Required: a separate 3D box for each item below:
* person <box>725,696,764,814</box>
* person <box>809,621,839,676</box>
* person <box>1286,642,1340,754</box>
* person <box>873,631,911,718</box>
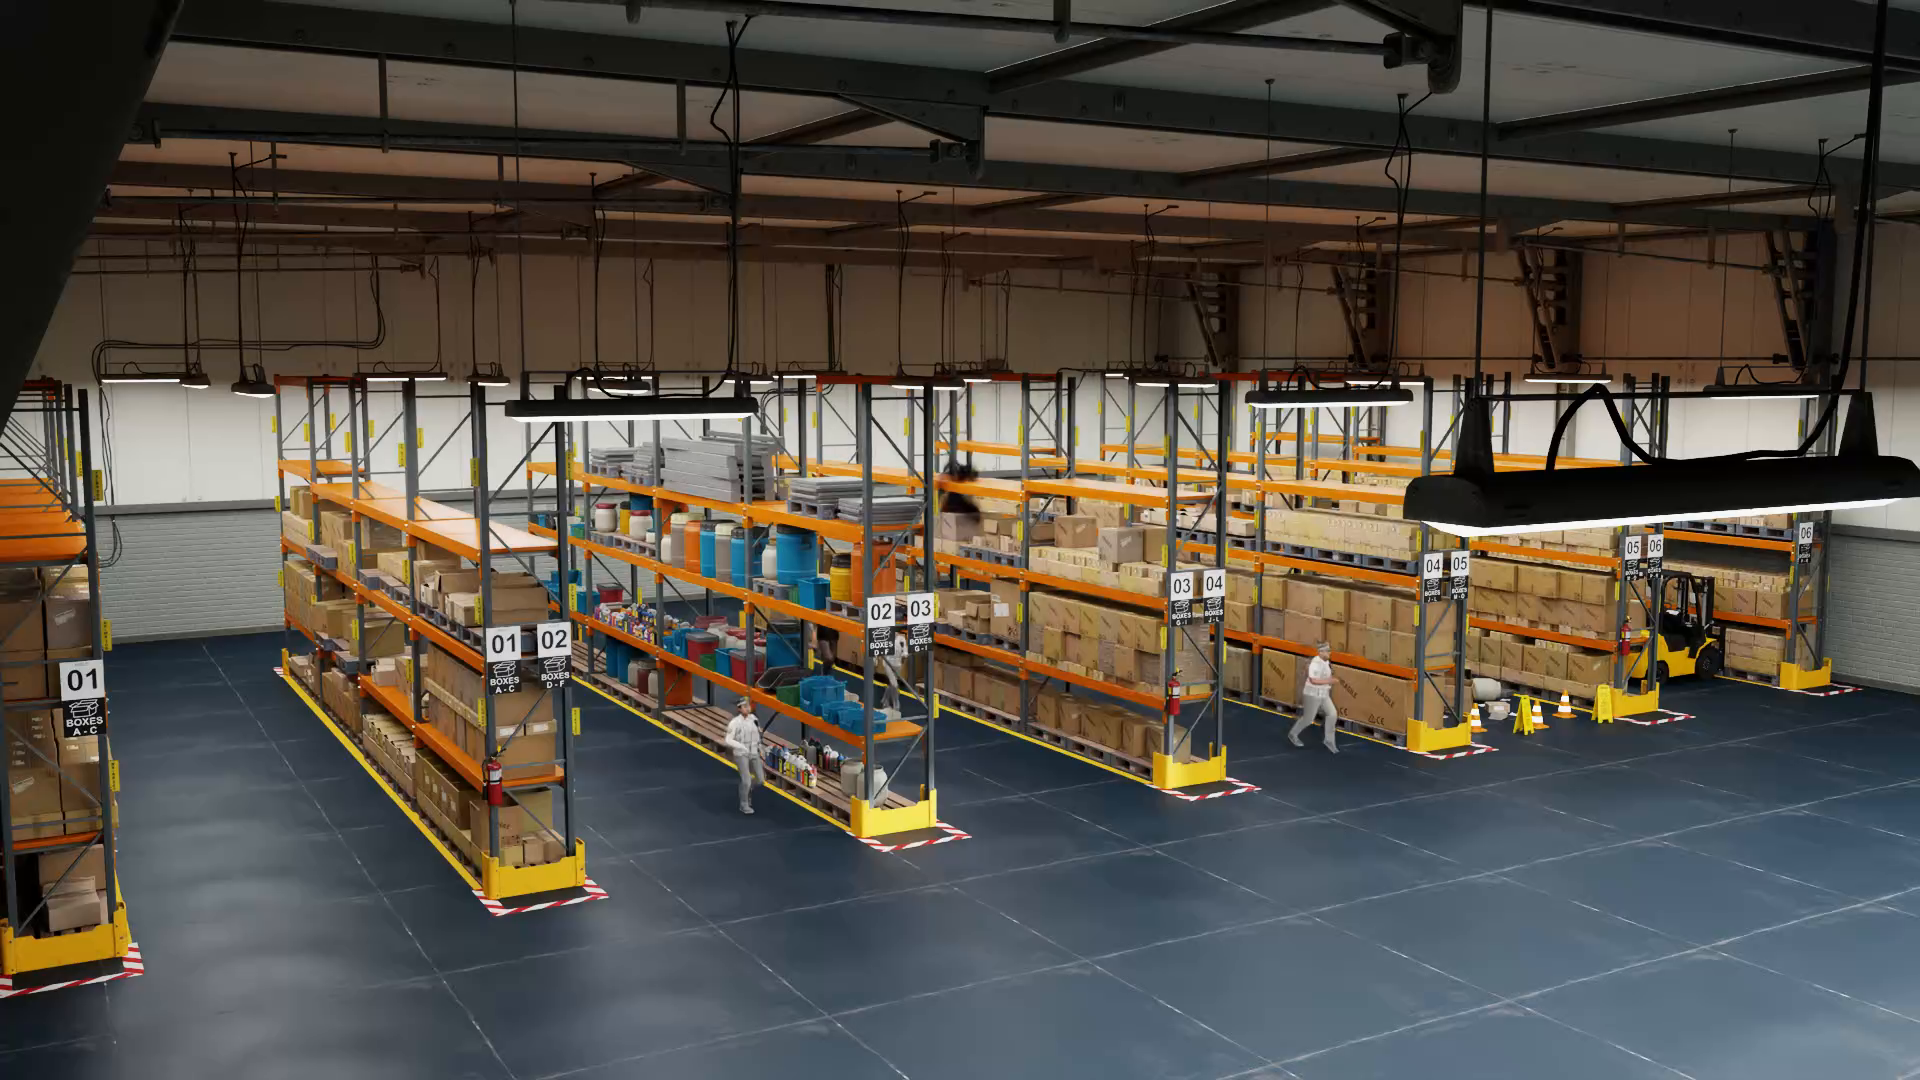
[{"bbox_3d":[-2.950,2.981,23.122,0.609,1.651,0.560,-5,8,-38],"label":"person"},{"bbox_3d":[-2.545,1.978,32.064,0.626,1.762,0.736,-4,8,-34],"label":"person"},{"bbox_3d":[5.720,2.531,26.866,0.903,1.836,0.688,4,8,35],"label":"person"},{"bbox_3d":[-1.209,2.278,29.525,0.636,1.722,0.816,-3,7,-24],"label":"person"}]
